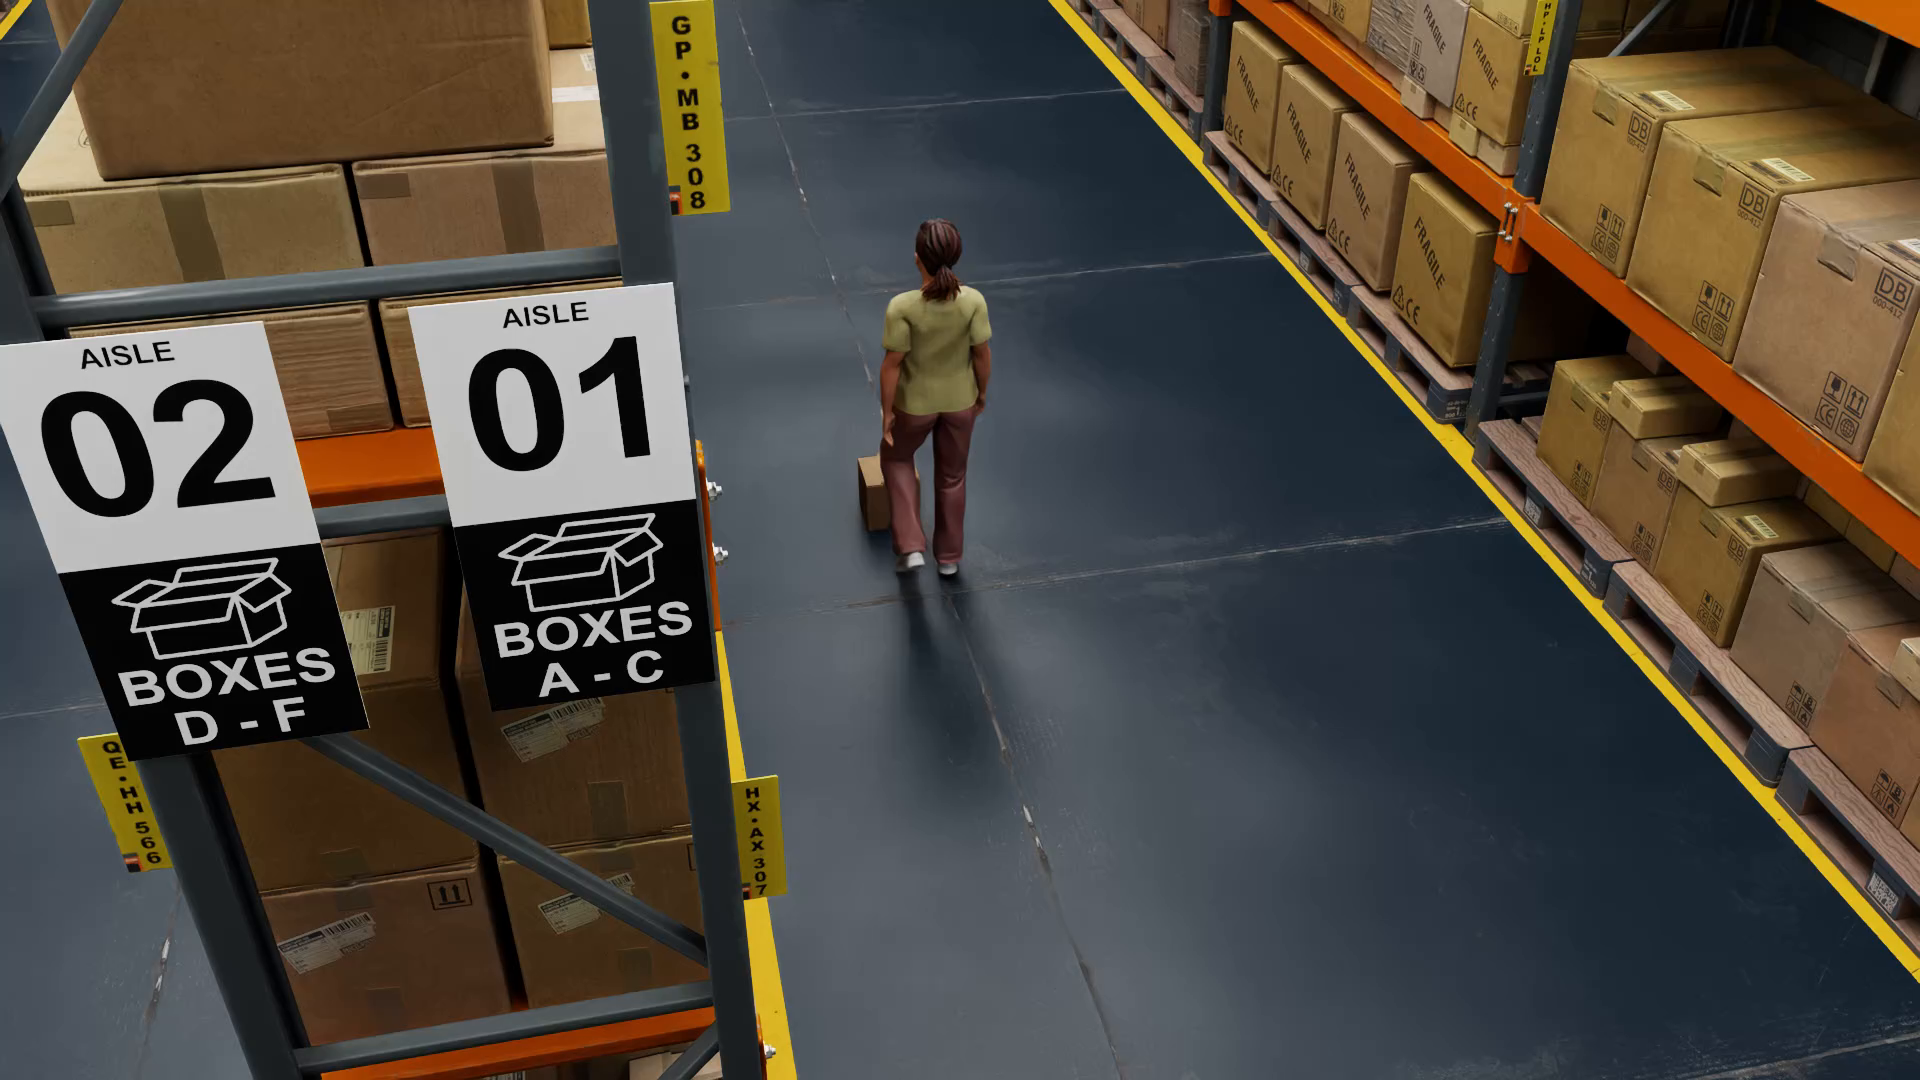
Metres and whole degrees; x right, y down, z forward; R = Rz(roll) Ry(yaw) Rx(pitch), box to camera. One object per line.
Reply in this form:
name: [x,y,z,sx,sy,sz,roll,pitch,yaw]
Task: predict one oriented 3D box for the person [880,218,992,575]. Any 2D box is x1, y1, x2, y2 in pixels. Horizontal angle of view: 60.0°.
person: [-0.111,-0.565,6.946,0.469,1.683,0.443,-6,35,-9]
